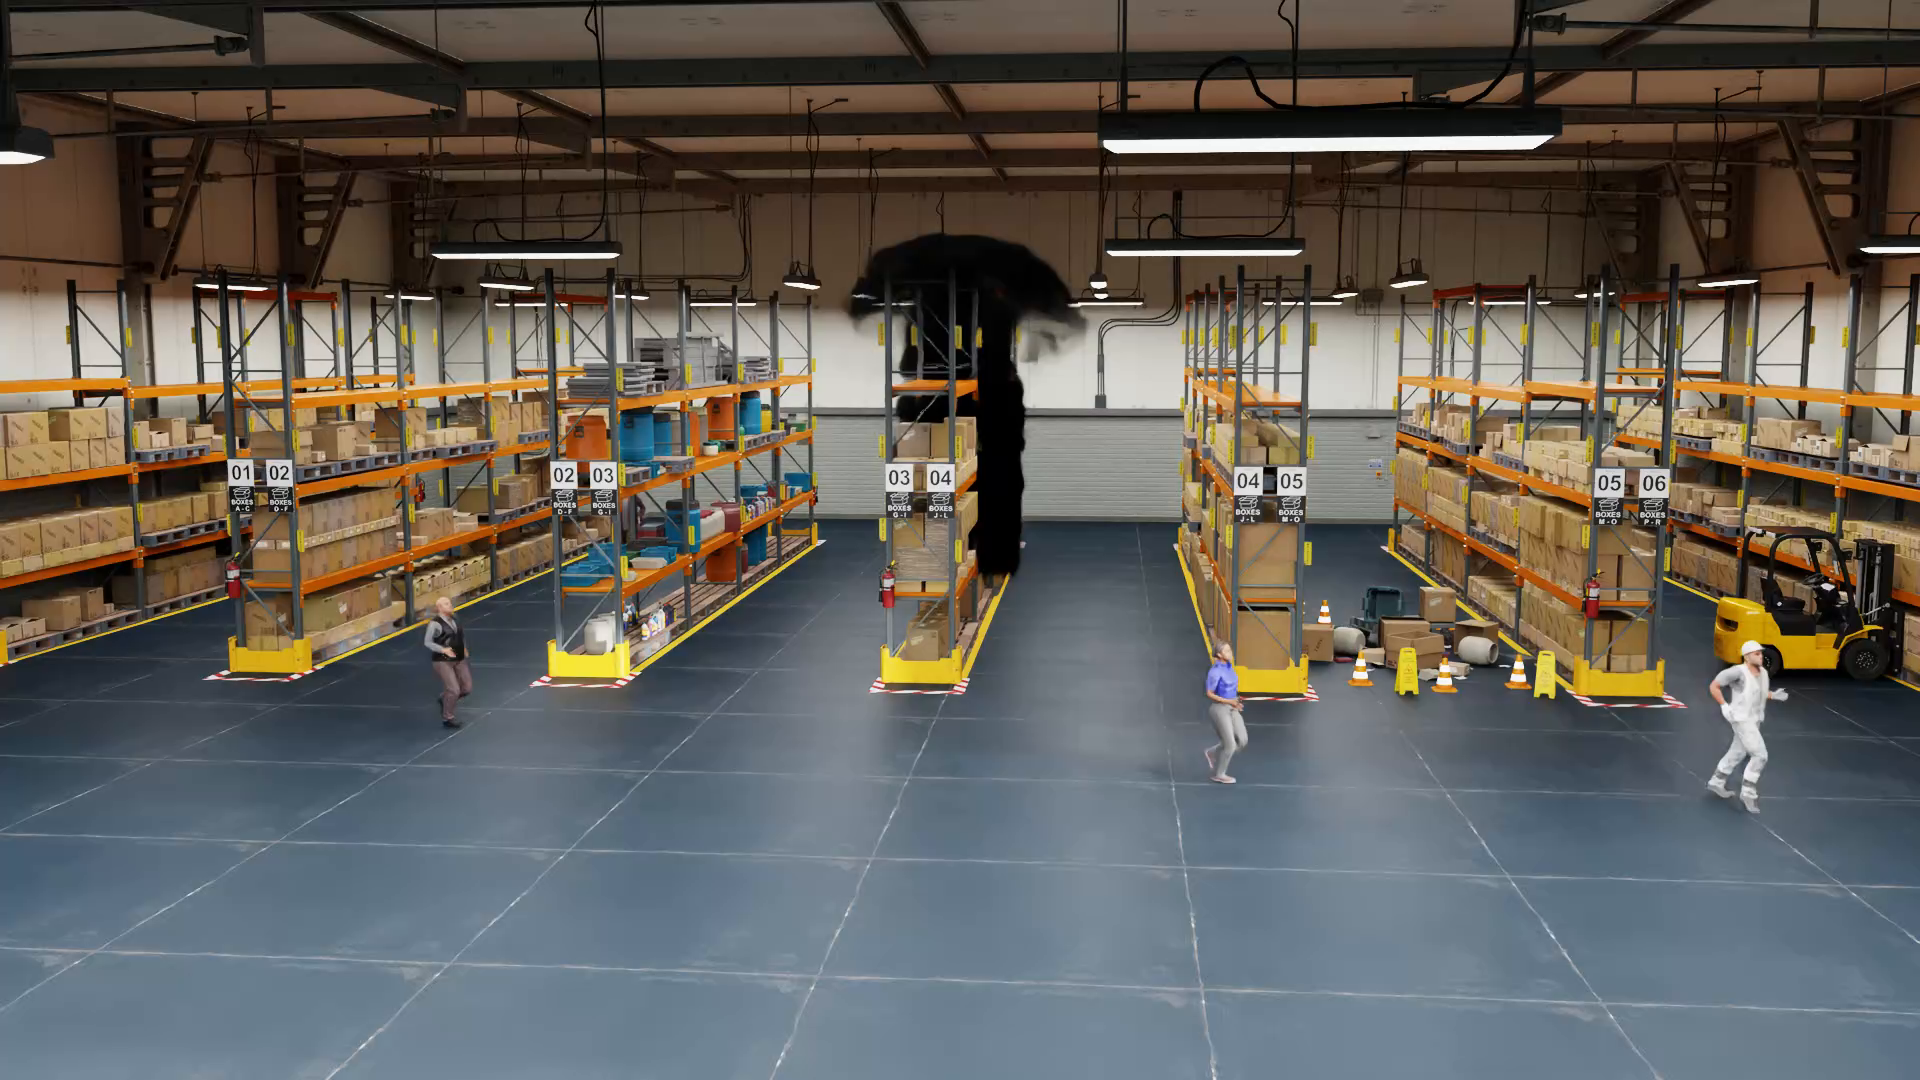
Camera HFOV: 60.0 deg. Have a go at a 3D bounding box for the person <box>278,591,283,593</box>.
[{"bbox_3d":[-11.896,0.669,29.436,0.537,1.568,0.500,1,7,6],"label":"person"}]

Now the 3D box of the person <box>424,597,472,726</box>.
[{"bbox_3d":[-6.588,1.567,21.493,0.570,1.673,0.655,4,8,27],"label":"person"}]

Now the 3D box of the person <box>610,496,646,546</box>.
[{"bbox_3d":[-6.660,-0.205,33.183,0.712,1.801,0.954,0,7,0],"label":"person"}]

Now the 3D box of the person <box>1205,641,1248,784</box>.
[{"bbox_3d":[2.988,1.937,18.725,0.575,1.606,0.571,5,9,35],"label":"person"}]

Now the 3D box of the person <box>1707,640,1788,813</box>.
[{"bbox_3d":[8.421,1.979,17.790,0.615,1.850,0.775,-5,8,-35],"label":"person"}]
